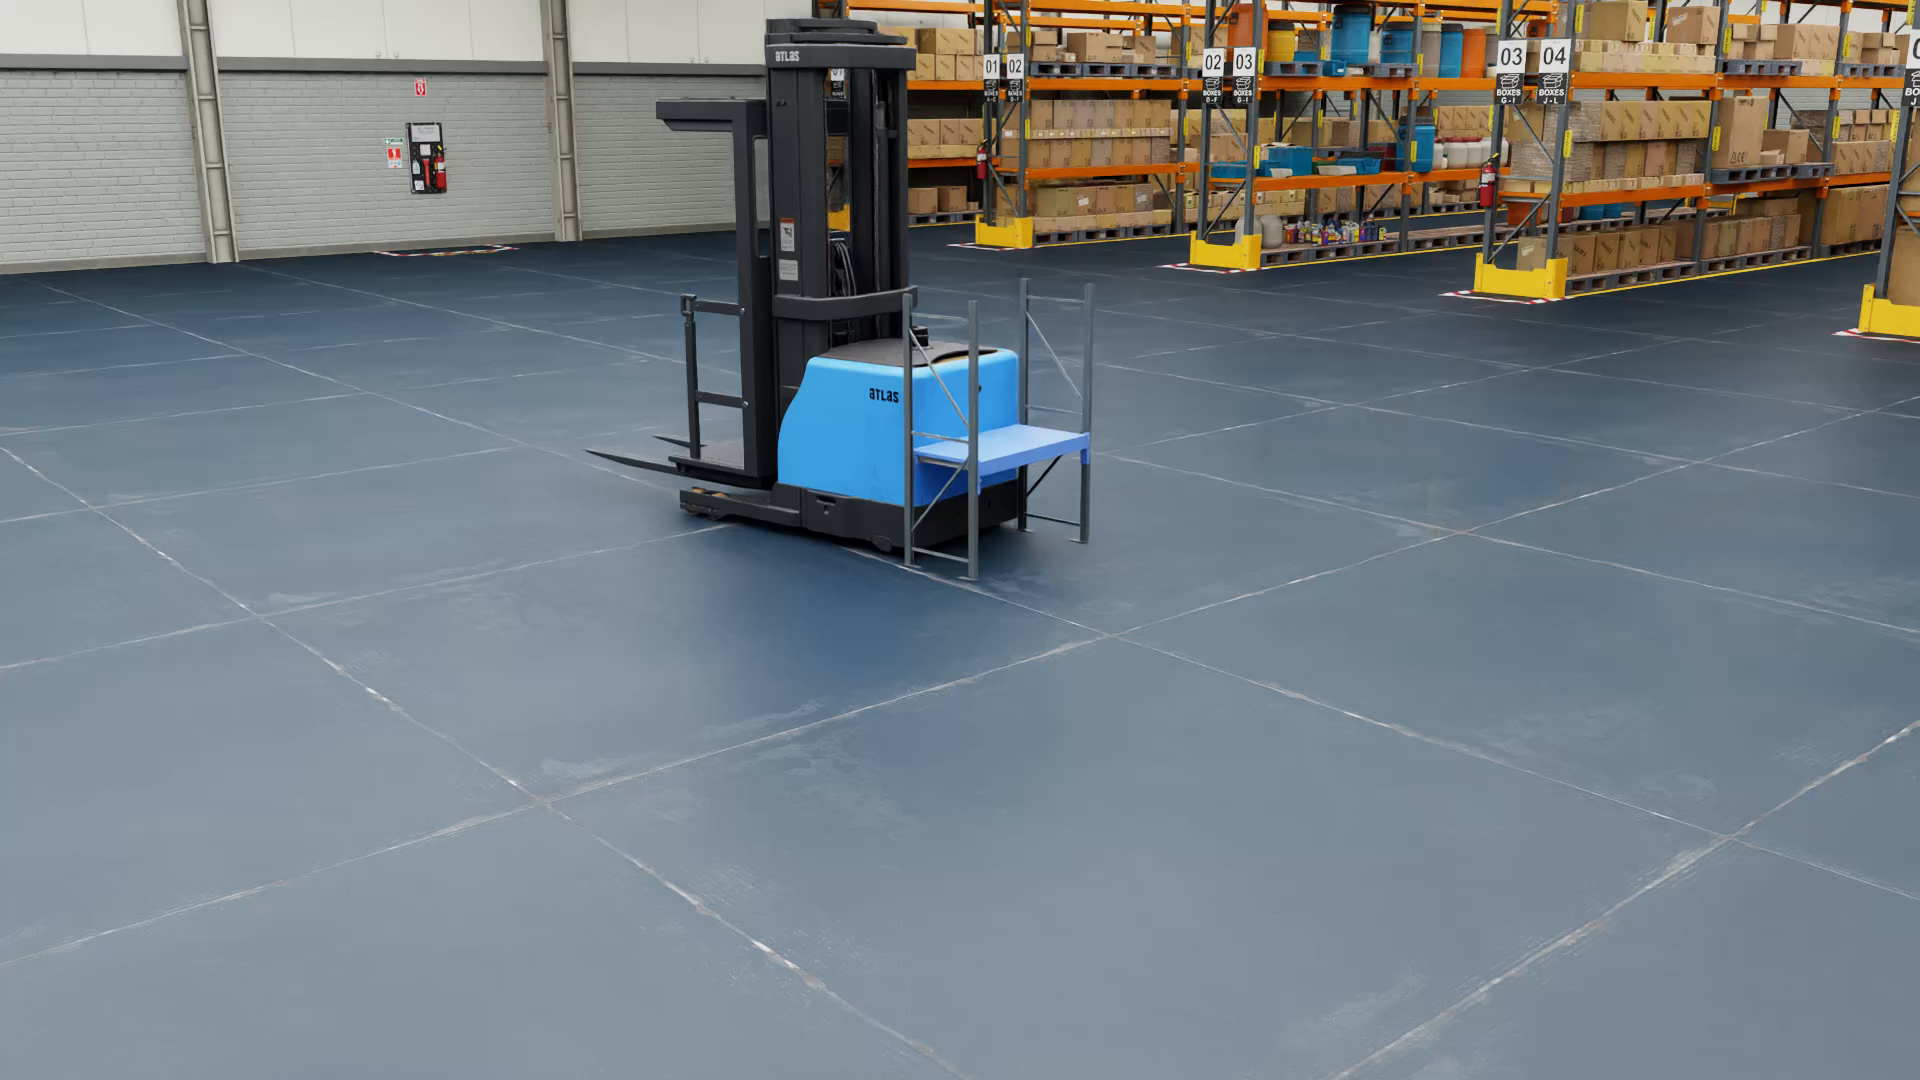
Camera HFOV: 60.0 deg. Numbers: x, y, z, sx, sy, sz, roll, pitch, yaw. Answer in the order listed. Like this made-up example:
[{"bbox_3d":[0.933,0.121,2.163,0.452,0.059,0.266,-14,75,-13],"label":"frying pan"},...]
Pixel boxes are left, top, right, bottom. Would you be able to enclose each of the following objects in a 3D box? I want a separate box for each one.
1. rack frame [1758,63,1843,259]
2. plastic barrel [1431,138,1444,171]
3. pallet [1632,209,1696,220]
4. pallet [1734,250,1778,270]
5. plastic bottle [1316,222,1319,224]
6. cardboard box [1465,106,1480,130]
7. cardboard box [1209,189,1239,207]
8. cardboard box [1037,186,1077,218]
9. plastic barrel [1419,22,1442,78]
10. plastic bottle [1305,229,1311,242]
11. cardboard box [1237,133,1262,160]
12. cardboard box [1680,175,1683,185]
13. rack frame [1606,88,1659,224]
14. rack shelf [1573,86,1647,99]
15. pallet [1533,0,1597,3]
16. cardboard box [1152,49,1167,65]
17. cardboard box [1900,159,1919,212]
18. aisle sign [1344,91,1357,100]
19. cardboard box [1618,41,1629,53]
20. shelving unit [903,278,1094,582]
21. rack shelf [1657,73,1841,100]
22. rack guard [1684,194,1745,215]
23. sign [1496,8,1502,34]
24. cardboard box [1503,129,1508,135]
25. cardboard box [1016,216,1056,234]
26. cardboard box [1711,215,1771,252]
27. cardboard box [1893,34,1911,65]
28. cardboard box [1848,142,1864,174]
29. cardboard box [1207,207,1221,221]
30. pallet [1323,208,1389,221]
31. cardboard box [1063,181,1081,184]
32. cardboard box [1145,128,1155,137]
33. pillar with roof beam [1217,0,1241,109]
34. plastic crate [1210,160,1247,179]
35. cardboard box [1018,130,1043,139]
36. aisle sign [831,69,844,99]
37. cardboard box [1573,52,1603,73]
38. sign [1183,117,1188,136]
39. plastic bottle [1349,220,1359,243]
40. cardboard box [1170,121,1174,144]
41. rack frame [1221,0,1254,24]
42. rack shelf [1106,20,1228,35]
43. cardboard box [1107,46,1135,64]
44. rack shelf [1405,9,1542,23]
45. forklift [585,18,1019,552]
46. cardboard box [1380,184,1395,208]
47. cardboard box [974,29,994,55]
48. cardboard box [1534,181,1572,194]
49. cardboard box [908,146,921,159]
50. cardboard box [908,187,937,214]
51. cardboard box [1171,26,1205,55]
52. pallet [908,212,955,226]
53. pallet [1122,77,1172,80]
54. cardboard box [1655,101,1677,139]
[{"bbox_3d":[13.315,-6.023,26.488,0.127,3.000,1.000,-13,19,-39],"label":"rack frame"},{"bbox_3d":[7.912,-6.495,27.990,0.433,0.535,0.433,0,15,0],"label":"plastic barrel"},{"bbox_3d":[14.531,-6.658,34.267,1.213,0.211,1.003,-13,19,-39],"label":"pallet"},{"bbox_3d":[11.804,-4.339,25.583,1.213,0.211,1.003,-13,19,-39],"label":"pallet"},{"bbox_3d":[5.870,-5.102,27.451,0.133,0.283,0.061,-12,19,-37],"label":"plastic bottle"},{"bbox_3d":[11.149,-9.361,36.852,0.500,0.500,0.500,-13,20,-41],"label":"cardboard box"},{"bbox_3d":[5.043,-6.614,32.125,0.500,0.311,0.500,-14,20,-41],"label":"cardboard box"},{"bbox_3d":[1.706,-5.967,29.337,0.500,0.500,0.500,-13,19,-39],"label":"cardboard box"},{"bbox_3d":[7.781,-8.241,28.004,0.600,0.901,0.600,0,15,0],"label":"plastic barrel"},{"bbox_3d":[5.674,-4.963,27.088,0.097,0.201,0.097,0,15,0],"label":"plastic bottle"},{"bbox_3d":[5.560,-7.714,32.621,0.500,0.500,0.500,-14,20,-42],"label":"cardboard box"},{"bbox_3d":[9.905,-5.060,23.366,0.250,0.149,0.380,-13,19,-39],"label":"cardboard box"},{"bbox_3d":[13.081,-7.665,32.634,0.127,3.000,1.000,-13,19,-39],"label":"rack frame"},{"bbox_3d":[11.572,-8.428,31.072,4.000,0.370,1.077,-13,19,-39],"label":"rack shelf"},{"bbox_3d":[10.628,-9.718,29.834,1.003,0.211,1.213,-13,19,-39],"label":"pallet"},{"bbox_3d":[4.253,-10.820,37.585,0.500,0.500,0.700,-14,20,-42],"label":"cardboard box"},{"bbox_3d":[10.710,-3.830,17.984,0.550,0.550,0.875,-13,19,-39],"label":"cardboard box"},{"bbox_3d":[9.846,-11.481,41.883,0.004,0.787,0.394,-13,19,-39],"label":"aisle sign"},{"bbox_3d":[8.446,-6.404,21.617,0.250,0.149,0.380,-13,20,-40],"label":"cardboard box"},{"bbox_3d":[0.223,-0.643,9.250,0.538,1.500,1.048,12,19,38],"label":"shelving unit"},{"bbox_3d":[11.806,-6.786,24.925,4.000,0.370,1.077,-13,19,-39],"label":"rack shelf"},{"bbox_3d":[16.108,-7.142,35.518,0.348,0.500,1.175,-13,19,-39],"label":"rack guard"},{"bbox_3d":[6.931,-6.657,21.330,0.005,0.325,0.100,-13,19,-39],"label":"sign"},{"bbox_3d":[12.302,-9.139,37.957,0.500,0.500,0.500,-12,19,-39],"label":"cardboard box"},{"bbox_3d":[1.330,-5.519,29.115,0.500,0.250,0.500,-13,19,-39],"label":"cardboard box"},{"bbox_3d":[11.989,-4.717,25.588,0.500,0.500,0.700,-11,18,-35],"label":"cardboard box"},{"bbox_3d":[15.901,-8.301,28.195,0.500,0.500,0.700,-12,19,-38],"label":"cardboard box"},{"bbox_3d":[14.248,-6.189,26.914,0.500,0.500,0.500,-13,20,-41],"label":"cardboard box"},{"bbox_3d":[4.651,-6.256,31.872,0.500,0.250,0.500,-12,19,-38],"label":"cardboard box"},{"bbox_3d":[8.323,-6.930,35.286,1.213,0.211,1.003,-13,19,-39],"label":"pallet"},{"bbox_3d":[2.230,-7.635,36.512,0.500,0.500,0.700,-13,20,-40],"label":"cardboard box"},{"bbox_3d":[3.349,-7.463,30.425,0.250,0.149,0.380,-13,20,-41],"label":"cardboard box"},{"bbox_3d":[9.364,-11.941,37.017,0.400,9.000,9.100,-13,19,-39],"label":"pillar with roof beam"},{"bbox_3d":[4.210,-5.704,25.579,0.616,0.251,0.499,-13,19,-39],"label":"plastic crate"},{"bbox_3d":[1.217,-6.984,28.632,0.250,0.149,0.380,-13,20,-40],"label":"cardboard box"},{"bbox_3d":[-2.332,-8.747,31.645,0.004,0.787,0.394,-13,19,-39],"label":"aisle sign"},{"bbox_3d":[7.813,-6.076,21.163,0.500,0.250,0.500,-12,19,-38],"label":"cardboard box"},{"bbox_3d":[4.163,-7.624,30.648,0.005,0.325,0.100,-13,19,-39],"label":"sign"},{"bbox_3d":[6.361,-4.990,26.901,0.185,0.351,0.144,-13,20,-40],"label":"plastic bottle"},{"bbox_3d":[4.496,-9.237,37.711,0.500,0.500,0.500,-12,19,-38],"label":"cardboard box"},{"bbox_3d":[6.578,-12.492,39.081,0.127,3.000,1.000,-13,19,-39],"label":"rack frame"},{"bbox_3d":[5.069,-11.613,37.957,4.000,0.370,1.077,-13,19,-39],"label":"rack shelf"},{"bbox_3d":[2.837,-8.826,30.256,0.500,0.311,0.500,-14,20,-42],"label":"cardboard box"},{"bbox_3d":[11.341,-11.518,36.834,4.000,0.370,1.077,-13,19,-39],"label":"rack shelf"},{"bbox_3d":[-1.117,-1.633,10.183,3.031,2.935,1.130,11,19,36],"label":"forklift"},{"bbox_3d":[8.891,-7.329,35.366,0.500,0.500,0.500,-12,19,-39],"label":"cardboard box"},{"bbox_3d":[0.343,-10.091,33.734,0.500,0.500,0.500,14,20,42],"label":"cardboard box"},{"bbox_3d":[7.651,-4.549,21.453,0.250,0.149,0.380,-13,19,-39],"label":"cardboard box"},{"bbox_3d":[-1.128,-7.695,32.998,0.500,0.250,0.500,-13,20,-40],"label":"cardboard box"},{"bbox_3d":[-0.878,-6.877,33.674,0.500,0.500,0.700,-14,21,-43],"label":"cardboard box"},{"bbox_3d":[4.288,-9.314,31.017,0.500,0.500,0.500,-12,19,-39],"label":"cardboard box"},{"bbox_3d":[-0.862,-6.563,33.912,1.213,0.211,1.003,-13,19,-39],"label":"pallet"},{"bbox_3d":[4.011,-10.394,37.402,1.003,0.211,1.213,-12,19,-37],"label":"pallet"},{"bbox_3d":[9.384,-5.722,22.650,0.500,0.500,0.500,-13,19,-39],"label":"cardboard box"}]
